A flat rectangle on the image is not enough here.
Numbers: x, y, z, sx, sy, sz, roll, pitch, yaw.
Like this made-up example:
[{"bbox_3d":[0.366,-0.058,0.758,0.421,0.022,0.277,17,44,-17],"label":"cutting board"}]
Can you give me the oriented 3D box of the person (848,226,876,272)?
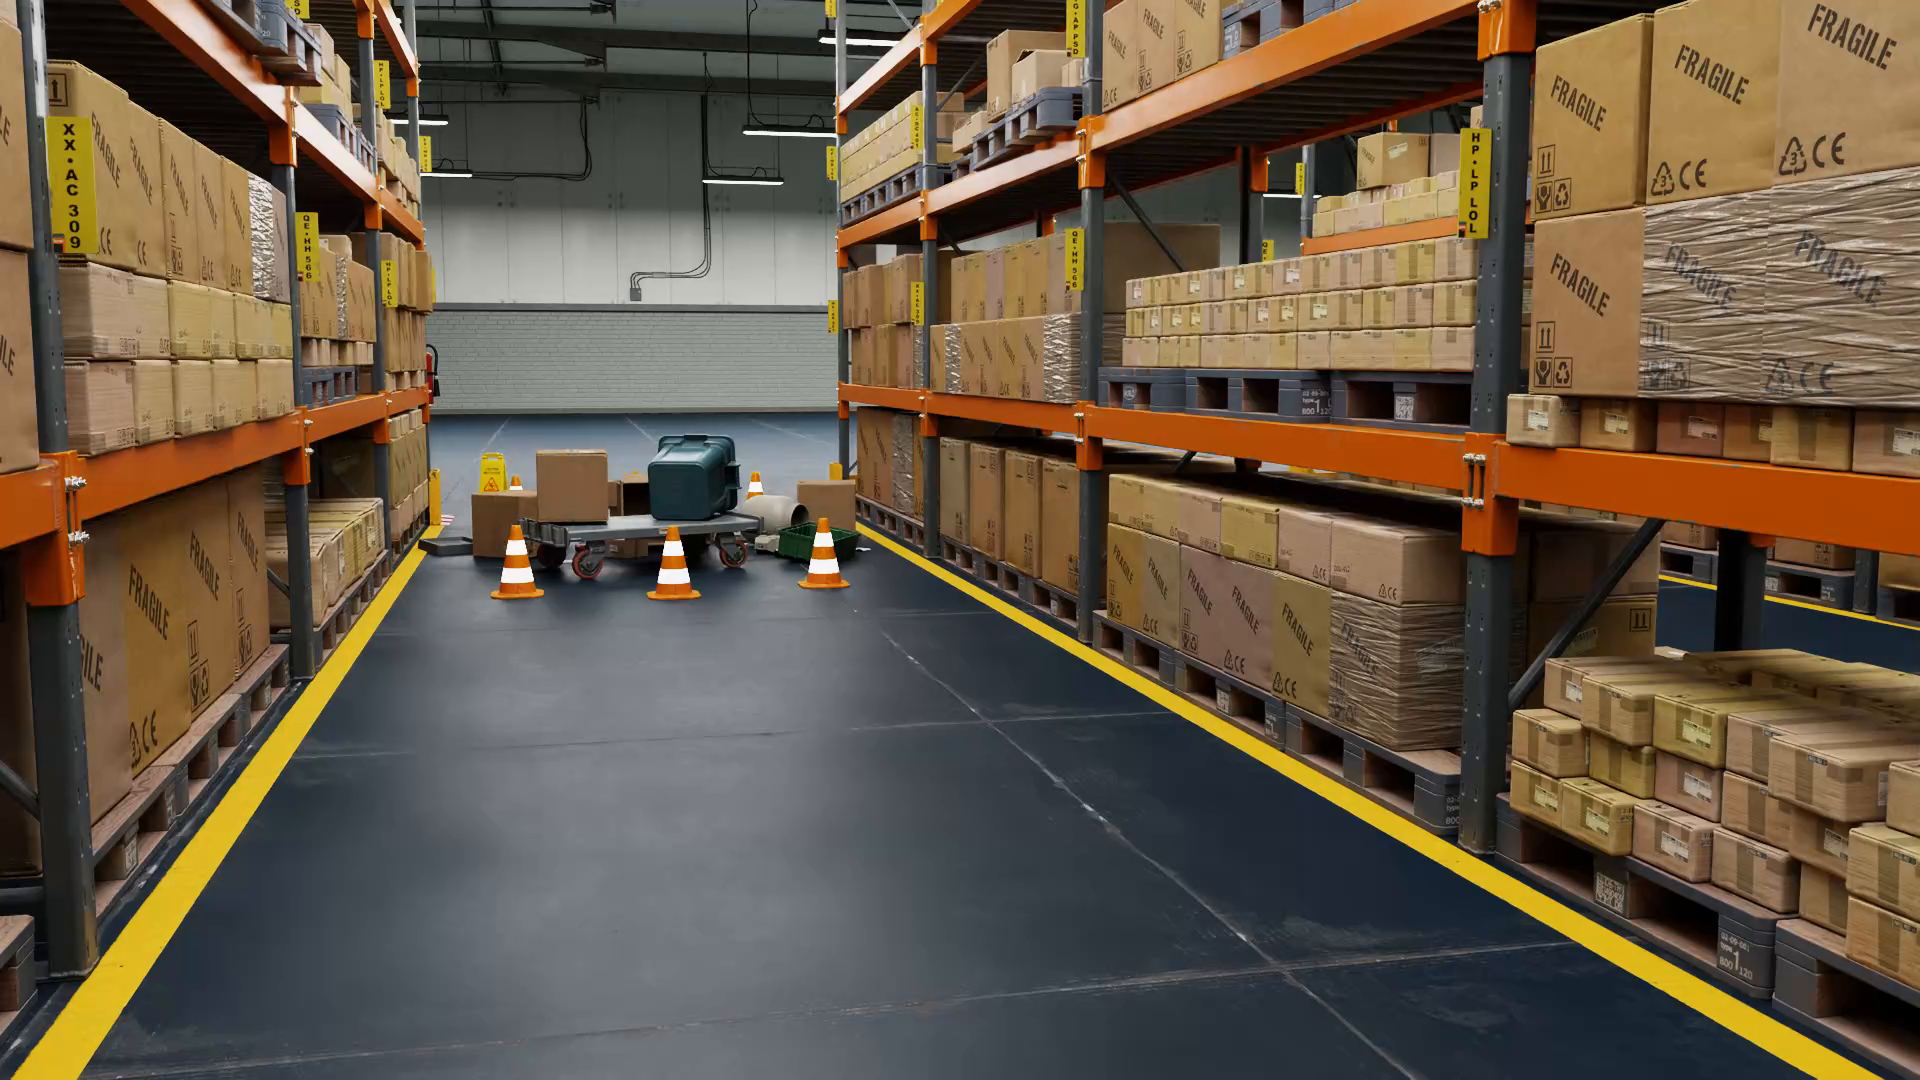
[{"bbox_3d":[-0.761,-1.083,5.632,5.685,2.349,21.759,-2,6,-15],"label":"person"}]
